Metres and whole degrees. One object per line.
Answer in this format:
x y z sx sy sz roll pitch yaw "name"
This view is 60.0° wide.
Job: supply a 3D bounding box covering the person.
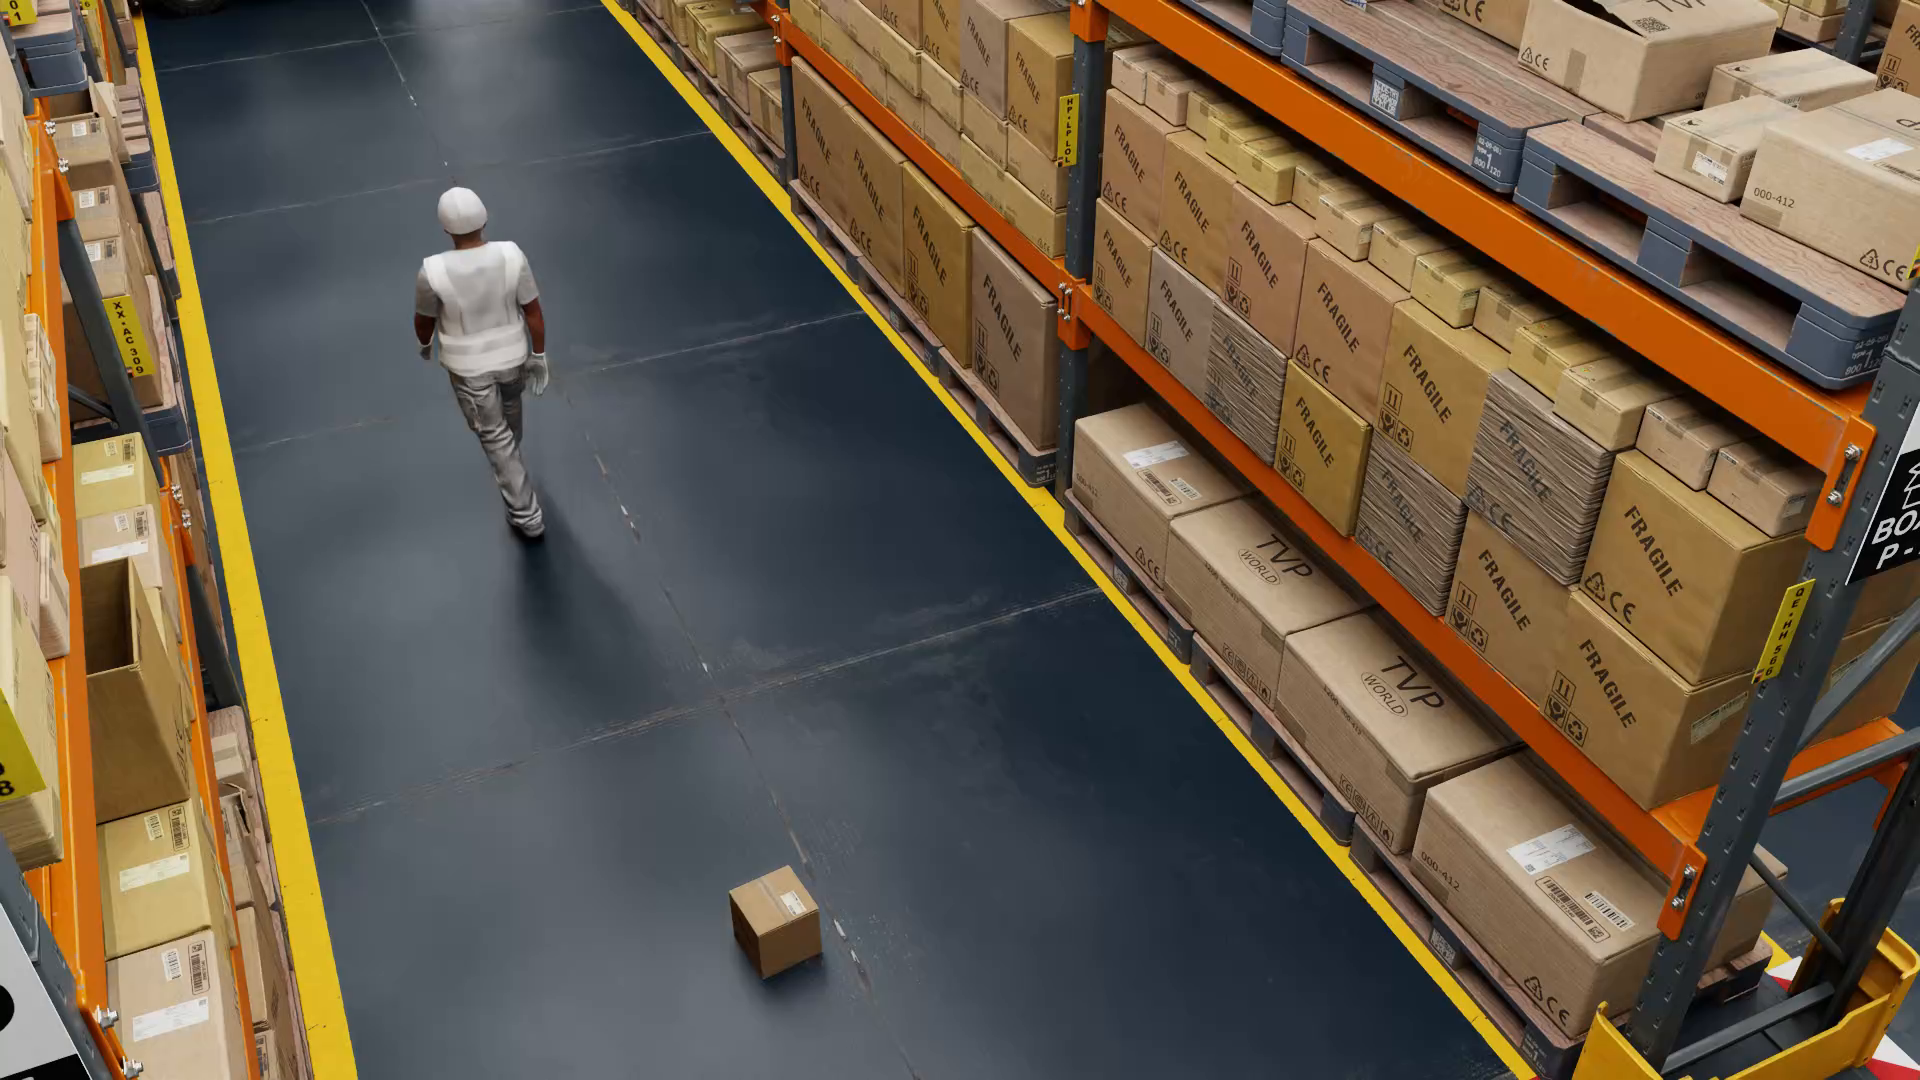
-2.354 -0.958 8.084 0.546 1.722 1.013 -23 43 -27 "person"
